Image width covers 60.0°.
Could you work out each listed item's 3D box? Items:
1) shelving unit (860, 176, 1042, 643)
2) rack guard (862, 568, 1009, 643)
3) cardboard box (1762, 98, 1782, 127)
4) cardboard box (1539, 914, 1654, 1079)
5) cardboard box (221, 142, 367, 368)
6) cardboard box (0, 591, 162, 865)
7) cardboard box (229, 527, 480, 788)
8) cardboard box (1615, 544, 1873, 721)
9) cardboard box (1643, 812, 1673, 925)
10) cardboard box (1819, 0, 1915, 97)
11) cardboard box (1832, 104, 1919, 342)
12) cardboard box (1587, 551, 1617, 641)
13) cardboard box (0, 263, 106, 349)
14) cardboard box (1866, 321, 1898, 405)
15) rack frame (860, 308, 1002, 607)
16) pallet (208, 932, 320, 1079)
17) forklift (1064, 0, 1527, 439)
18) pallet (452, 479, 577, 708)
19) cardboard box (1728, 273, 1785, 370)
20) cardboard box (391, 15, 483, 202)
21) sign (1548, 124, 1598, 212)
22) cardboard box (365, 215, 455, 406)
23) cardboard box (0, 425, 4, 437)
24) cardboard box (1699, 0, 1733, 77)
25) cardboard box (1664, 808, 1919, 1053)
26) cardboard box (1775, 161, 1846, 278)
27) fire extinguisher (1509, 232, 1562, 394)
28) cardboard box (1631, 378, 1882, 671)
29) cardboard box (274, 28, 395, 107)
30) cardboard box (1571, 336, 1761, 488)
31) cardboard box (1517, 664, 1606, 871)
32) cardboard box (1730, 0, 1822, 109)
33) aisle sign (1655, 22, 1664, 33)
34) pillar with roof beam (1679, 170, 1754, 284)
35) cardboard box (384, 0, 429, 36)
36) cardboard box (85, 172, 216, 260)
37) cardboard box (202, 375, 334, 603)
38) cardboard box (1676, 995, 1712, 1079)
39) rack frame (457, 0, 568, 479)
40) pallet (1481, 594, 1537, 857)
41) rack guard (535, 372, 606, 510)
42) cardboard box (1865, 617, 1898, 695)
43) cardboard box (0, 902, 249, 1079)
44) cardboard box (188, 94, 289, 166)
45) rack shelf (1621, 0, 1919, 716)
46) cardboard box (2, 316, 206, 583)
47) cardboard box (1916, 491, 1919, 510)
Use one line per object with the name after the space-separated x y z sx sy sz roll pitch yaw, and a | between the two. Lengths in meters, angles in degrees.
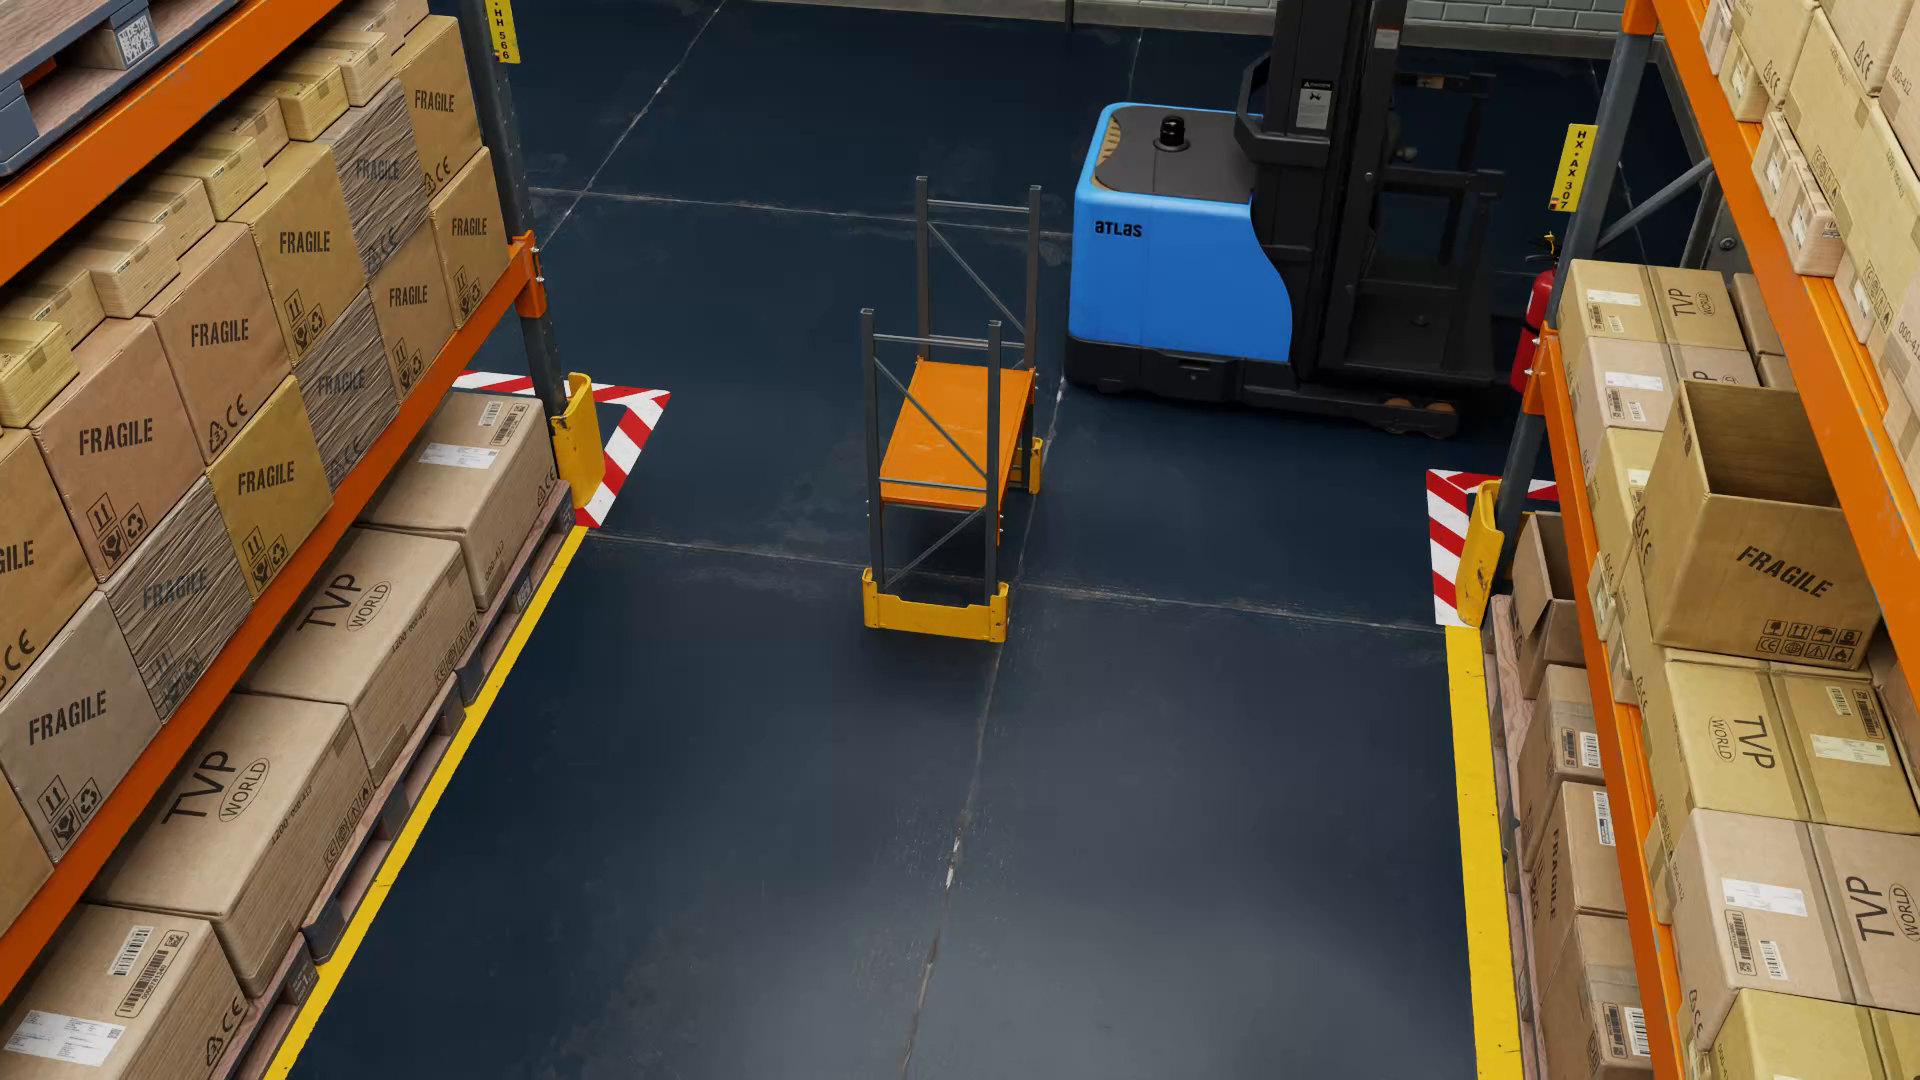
-0.013 -0.530 6.714 0.587 1.500 1.083 6 40 8 | shelving unit
-0.099 0.264 6.734 0.587 0.250 0.087 6 40 8 | rack guard
2.137 -0.983 3.928 0.380 0.149 0.250 6 40 7 | cardboard box
2.101 1.462 4.760 0.700 0.500 0.500 5 40 6 | cardboard box
-2.222 -0.895 5.116 0.500 0.500 0.500 6 40 7 | cardboard box
-2.485 0.449 4.274 0.500 0.500 0.500 7 40 8 | cardboard box
-2.389 0.385 6.112 0.875 0.438 0.875 7 40 9 | cardboard box
2.084 0.260 4.466 0.500 0.250 0.500 5 40 7 | cardboard box
1.914 0.826 4.094 0.380 0.149 0.250 6 40 7 | cardboard box
2.084 -1.096 3.360 0.500 0.250 0.500 7 40 9 | cardboard box
1.991 -0.577 3.124 0.500 0.250 0.500 7 40 9 | cardboard box
2.067 0.179 4.876 0.380 0.149 0.250 5 40 6 | cardboard box
-2.433 -0.582 4.227 0.380 0.149 0.250 6 40 8 | cardboard box
1.968 -0.343 3.154 0.380 0.149 0.250 8 40 9 | cardboard box
-0.103 -0.205 6.321 0.500 1.500 0.032 6 40 8 | rack frame
-2.707 1.675 5.059 1.003 0.211 1.213 6 40 8 | pallet
2.078 -1.979 7.343 3.031 2.935 1.130 8 40 9 | forklift
-2.284 0.144 6.911 1.003 0.211 1.213 6 40 8 | pallet
2.848 -0.635 5.549 0.500 0.250 0.500 7 40 9 | cardboard box
-2.072 -1.537 5.891 0.500 0.500 0.500 8 40 9 | cardboard box
2.132 -1.290 5.777 0.100 0.325 0.005 6 40 8 | sign
-2.148 -0.835 5.827 0.500 0.500 0.500 6 40 7 | cardboard box
-2.470 -0.252 3.828 0.380 0.149 0.250 6 40 7 | cardboard box
2.157 -1.310 4.323 0.380 0.149 0.250 7 40 9 | cardboard box
1.894 0.894 3.698 0.500 0.250 0.500 7 40 8 | cardboard box
1.983 -0.673 3.553 0.380 0.149 0.250 7 40 9 | cardboard box
2.237 -0.866 6.297 0.296 0.674 0.183 6 40 8 | fire extinguisher
2.063 -0.046 4.247 0.500 0.500 0.500 7 40 9 | cardboard box
-2.070 -1.535 5.380 0.380 0.149 0.250 6 40 7 | cardboard box
2.236 -0.382 5.242 0.500 0.250 0.500 7 40 8 | cardboard box
2.281 0.811 5.548 0.700 0.500 0.500 8 40 9 | cardboard box
2.152 -1.220 3.902 0.500 0.250 0.500 5 40 6 | cardboard box
2.389 -1.974 5.243 0.394 0.787 0.004 6 40 8 | aisle sign
-0.219 -5.276 6.569 9.100 9.000 0.400 6 40 8 | pillar with roof beam
-2.088 -1.868 5.783 0.380 0.149 0.250 7 40 8 | cardboard box
-2.319 -0.899 4.611 0.380 0.149 0.250 8 40 9 | cardboard box
-2.303 -0.185 5.042 0.500 0.500 0.500 8 40 9 | cardboard box
1.825 1.151 3.701 0.380 0.149 0.250 7 40 9 | cardboard box
-2.223 -1.442 6.640 1.000 3.000 0.127 6 40 8 | rack frame
2.516 0.726 6.206 1.003 0.211 1.213 6 40 8 | pallet
-2.219 -0.493 7.454 1.175 0.500 0.348 6 40 8 | rack guard
2.577 0.326 4.385 0.500 0.250 0.500 6 40 8 | cardboard box
-2.701 1.512 4.748 0.875 0.438 0.875 6 40 7 | cardboard box
-2.269 -1.225 5.005 0.380 0.149 0.250 6 40 7 | cardboard box
2.320 -0.520 3.736 1.077 0.370 4.000 6 40 8 | rack shelf
-2.401 -0.264 4.352 0.500 0.500 0.500 7 40 9 | cardboard box
1.846 -0.025 2.769 0.380 0.149 0.250 8 40 9 | cardboard box
